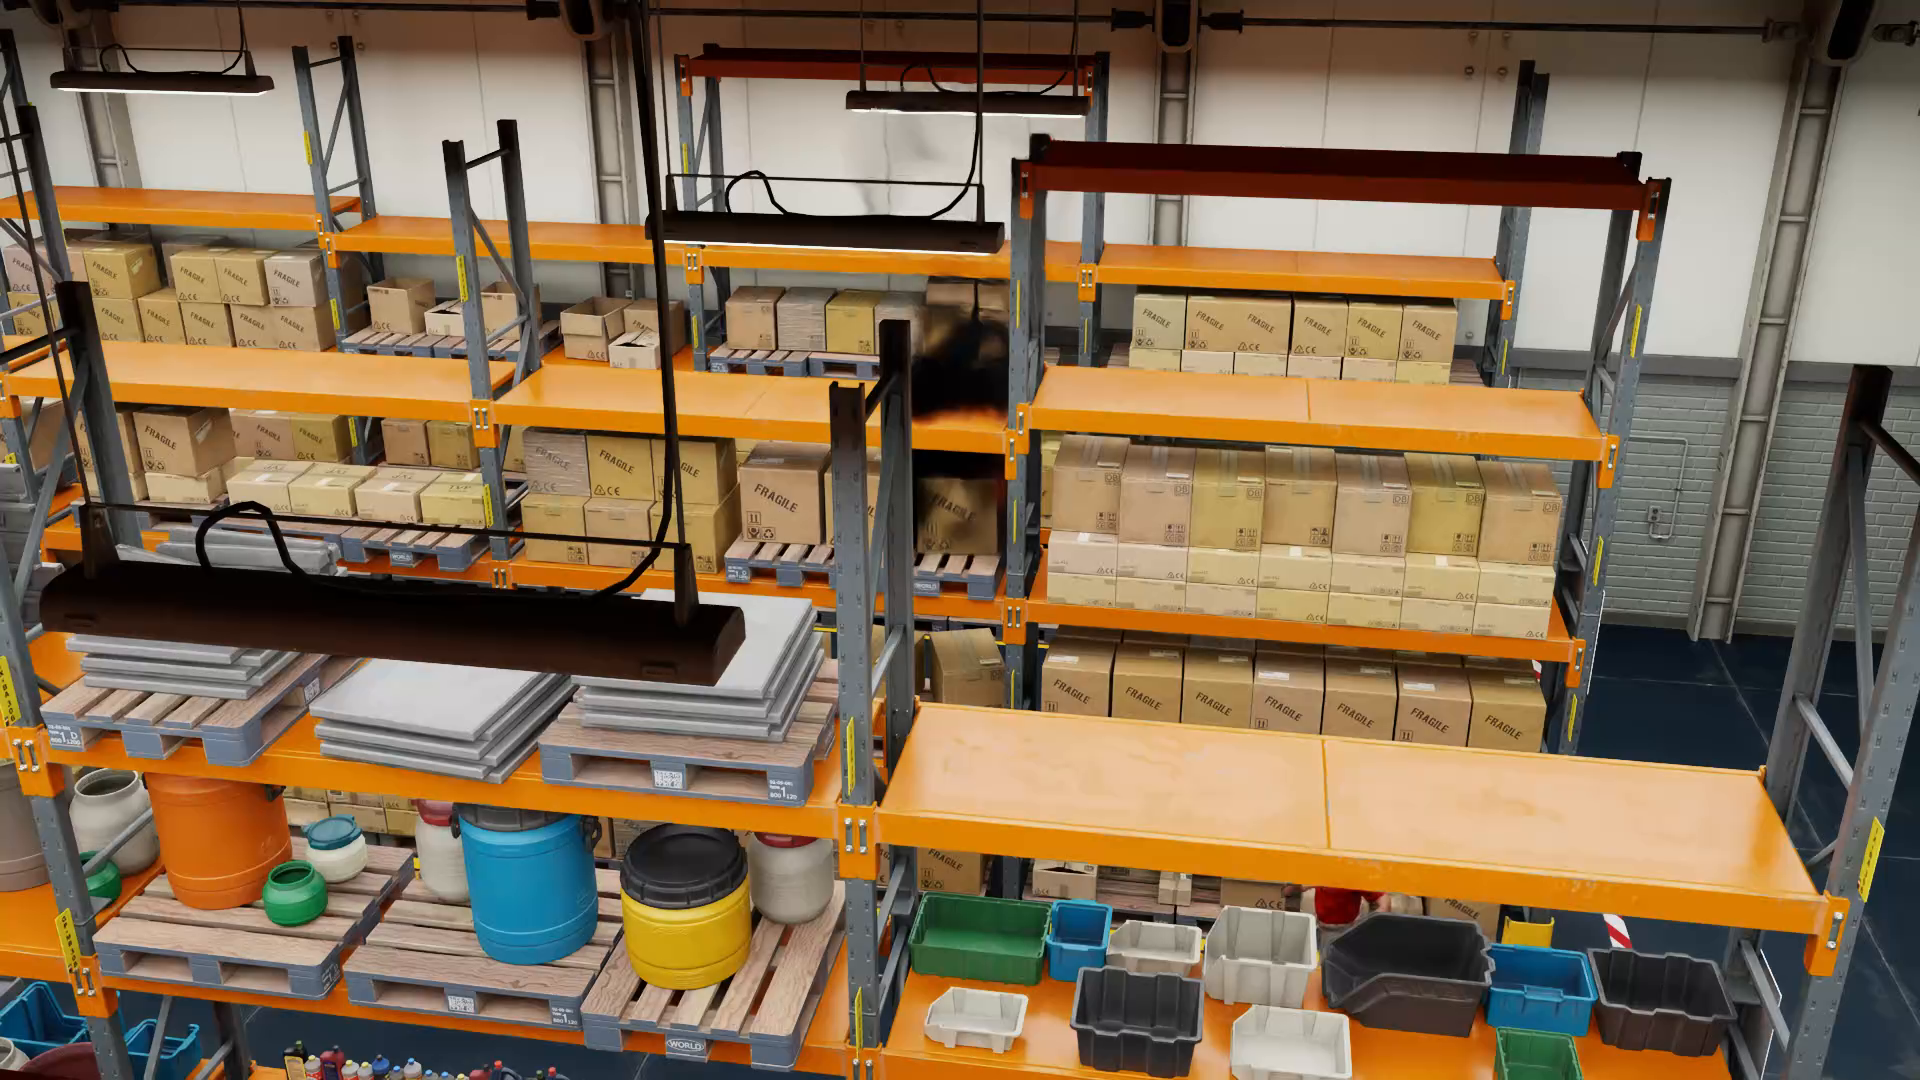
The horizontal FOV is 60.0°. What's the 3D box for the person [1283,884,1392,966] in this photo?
[{"bbox_3d":[2.556,2.687,11.213,0.790,1.862,0.639,5,24,11],"label":"person"}]
